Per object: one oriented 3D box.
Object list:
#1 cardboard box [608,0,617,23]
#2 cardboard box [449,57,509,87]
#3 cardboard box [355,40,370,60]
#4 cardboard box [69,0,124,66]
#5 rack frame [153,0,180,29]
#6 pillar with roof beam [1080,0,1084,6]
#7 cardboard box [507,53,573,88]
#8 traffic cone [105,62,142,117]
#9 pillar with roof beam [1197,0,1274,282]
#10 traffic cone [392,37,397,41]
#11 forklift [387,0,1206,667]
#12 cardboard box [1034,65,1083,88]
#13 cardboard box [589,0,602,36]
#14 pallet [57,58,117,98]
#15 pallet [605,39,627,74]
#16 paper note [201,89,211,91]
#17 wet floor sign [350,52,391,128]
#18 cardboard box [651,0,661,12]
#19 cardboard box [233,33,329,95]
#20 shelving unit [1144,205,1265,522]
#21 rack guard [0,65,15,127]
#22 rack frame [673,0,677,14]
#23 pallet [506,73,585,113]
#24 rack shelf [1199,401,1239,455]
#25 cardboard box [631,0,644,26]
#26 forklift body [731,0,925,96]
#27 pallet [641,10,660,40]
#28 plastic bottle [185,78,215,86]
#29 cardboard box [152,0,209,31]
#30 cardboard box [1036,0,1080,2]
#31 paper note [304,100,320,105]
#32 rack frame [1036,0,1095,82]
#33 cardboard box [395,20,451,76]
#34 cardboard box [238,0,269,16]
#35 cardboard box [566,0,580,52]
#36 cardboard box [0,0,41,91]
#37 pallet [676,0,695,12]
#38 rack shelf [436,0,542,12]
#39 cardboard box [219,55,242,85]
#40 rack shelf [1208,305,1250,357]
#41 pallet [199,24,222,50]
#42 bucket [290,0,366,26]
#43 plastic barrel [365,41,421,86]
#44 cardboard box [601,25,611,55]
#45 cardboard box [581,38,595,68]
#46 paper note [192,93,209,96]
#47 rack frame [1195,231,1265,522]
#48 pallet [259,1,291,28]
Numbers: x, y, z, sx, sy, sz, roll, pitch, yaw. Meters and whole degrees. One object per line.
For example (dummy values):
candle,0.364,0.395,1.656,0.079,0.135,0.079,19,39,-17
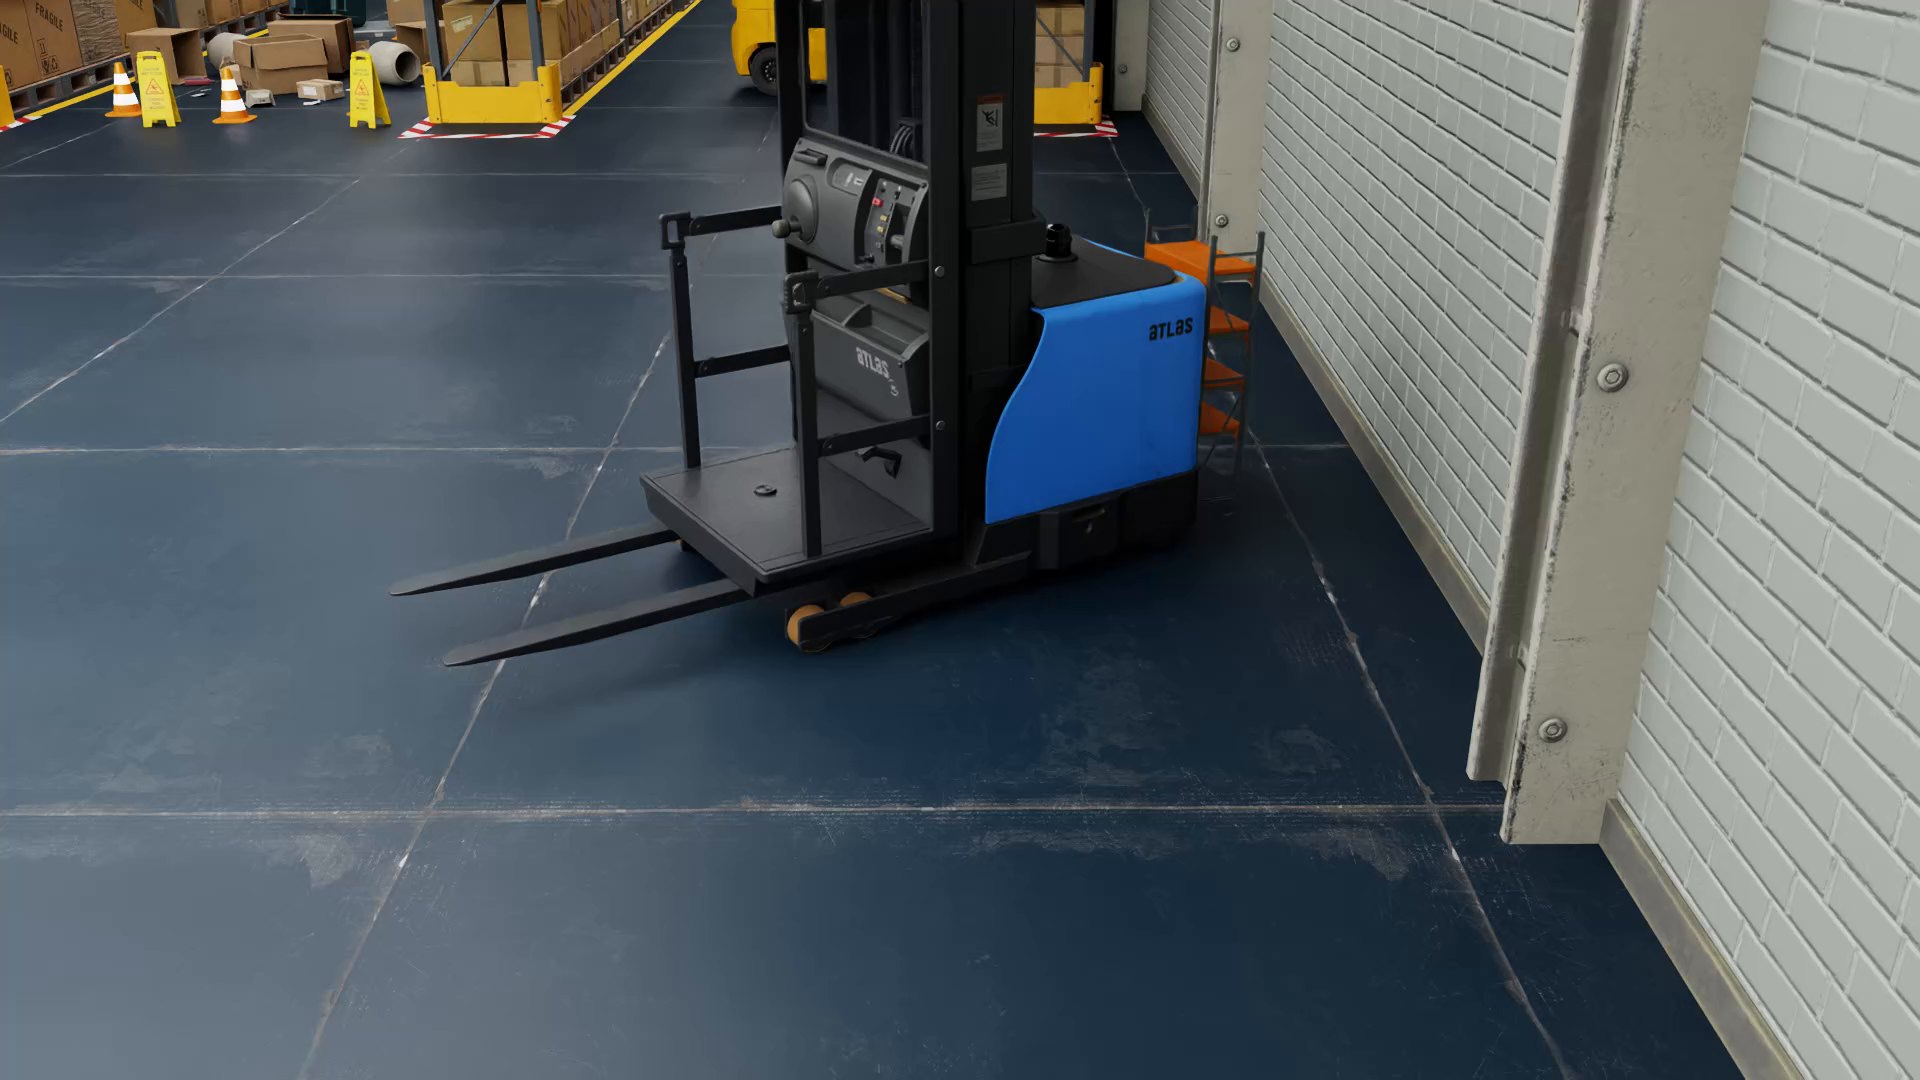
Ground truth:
cardboard box,-4.029,-5.886,18.042,0.500,0.500,0.500,-1,24,-1
cardboard box,-4.538,-4.481,15.844,0.500,0.250,0.500,0,24,-1
cardboard box,-6.441,-5.258,18.053,0.258,0.266,0.396,-19,31,-36
cardboard box,-9.302,-5.377,17.068,0.875,0.875,0.875,0,24,0
rack frame,-9.252,-6.785,18.112,1.000,3.000,0.127,0,24,-1
pillar with roof beam,-2.773,-10.702,19.492,9.100,9.000,0.400,0,24,-1
cardboard box,-3.992,-4.473,15.826,0.500,0.250,0.500,0,24,-1
traffic cone,-7.795,-4.206,15.488,0.336,0.463,0.334,0,24,-1
pillar with roof beam,-2.642,-5.757,8.559,9.100,9.000,0.400,0,24,-1
traffic cone,-6.720,-6.313,20.146,0.336,0.463,0.334,0,24,-1
forklift,-0.558,-1.185,5.813,3.031,2.935,1.130,-15,28,-30
cardboard box,0.893,-4.366,15.591,0.500,0.250,0.500,0,24,0
cardboard box,-4.015,-5.467,17.114,0.500,0.500,0.500,1,24,2
pallet,-9.306,-4.697,16.879,1.003,0.211,1.213,0,24,-1
pallet,-4.261,-5.302,18.216,1.003,0.211,1.213,0,24,-1
paper note,-7.609,-4.540,16.777,0.032,0.001,0.123,13,27,27
wet floor sign,-5.328,-4.045,14.910,0.267,0.644,0.232,8,26,18
cardboard box,-4.335,-6.954,21.165,0.950,0.372,0.625,-1,24,-2
cardboard box,-6.811,-4.776,16.698,0.797,0.503,0.637,-19,31,-36
shelving unit,0.963,-0.732,6.901,0.258,1.200,0.503,-9,26,-23
rack guard,-9.208,-3.988,14.961,1.175,0.500,0.348,0,24,-1
rack frame,-4.347,-8.497,21.897,1.000,3.000,0.127,0,24,-1
pallet,-4.234,-4.296,15.993,1.003,0.211,1.213,0,24,-1
rack shelf,0.956,-0.488,7.007,0.258,0.148,0.480,-9,26,-23
cardboard box,-4.323,-6.355,19.841,0.950,0.372,0.625,1,24,3
forklift body,-1.142,-5.611,16.546,2.313,2.155,1.214,0,24,-1
pallet,-4.330,-6.403,20.651,1.003,0.211,1.213,0,24,-1
plastic bottle,-7.810,-4.711,17.091,0.283,0.061,0.133,-9,26,-19
cardboard box,-9.349,-6.207,19.053,1.050,0.750,0.750,0,24,-1
cardboard box,0.878,-5.023,15.830,0.500,0.250,0.500,0,24,0
paper note,-6.261,-4.228,16.062,0.148,0.019,0.142,-9,26,-19
rack frame,0.703,-5.224,14.661,1.000,3.000,0.127,0,24,-1
cardboard box,-5.653,-5.263,17.778,0.500,0.500,0.500,19,30,35
cardboard box,-9.366,-6.988,20.781,1.050,0.750,0.750,0,24,0
cardboard box,-4.003,-5.040,16.170,0.500,0.500,0.500,-1,24,-3
cardboard box,-9.282,-4.639,15.436,0.875,0.875,0.875,0,24,0
pallet,-4.281,-7.552,23.191,1.003,0.211,1.213,0,24,-1
rack shelf,-4.282,-5.697,16.579,1.077,0.370,4.000,0,24,-1
cardboard box,-7.392,-4.839,17.127,0.396,0.266,0.258,4,25,9
rack shelf,0.968,-0.875,6.839,0.258,0.148,0.480,-9,26,-23
pallet,-9.336,-5.832,19.389,1.003,0.211,1.213,0,24,-1
bucket,-6.946,-5.940,18.372,0.726,0.611,0.620,8,16,18
plastic barrel,-5.797,-4.871,17.006,0.512,0.421,0.421,19,30,35
cardboard box,-4.013,-5.326,17.712,0.500,0.250,0.500,-1,24,-2
cardboard box,-4.009,-4.908,16.789,0.500,0.250,0.500,1,24,3
paper note,-7.528,-4.420,16.487,0.144,0.017,0.142,8,26,18
rack frame,1.064,-0.640,6.699,0.240,1.200,0.015,-9,26,-23
pallet,-9.363,-6.837,21.612,1.003,0.211,1.213,0,24,-1
